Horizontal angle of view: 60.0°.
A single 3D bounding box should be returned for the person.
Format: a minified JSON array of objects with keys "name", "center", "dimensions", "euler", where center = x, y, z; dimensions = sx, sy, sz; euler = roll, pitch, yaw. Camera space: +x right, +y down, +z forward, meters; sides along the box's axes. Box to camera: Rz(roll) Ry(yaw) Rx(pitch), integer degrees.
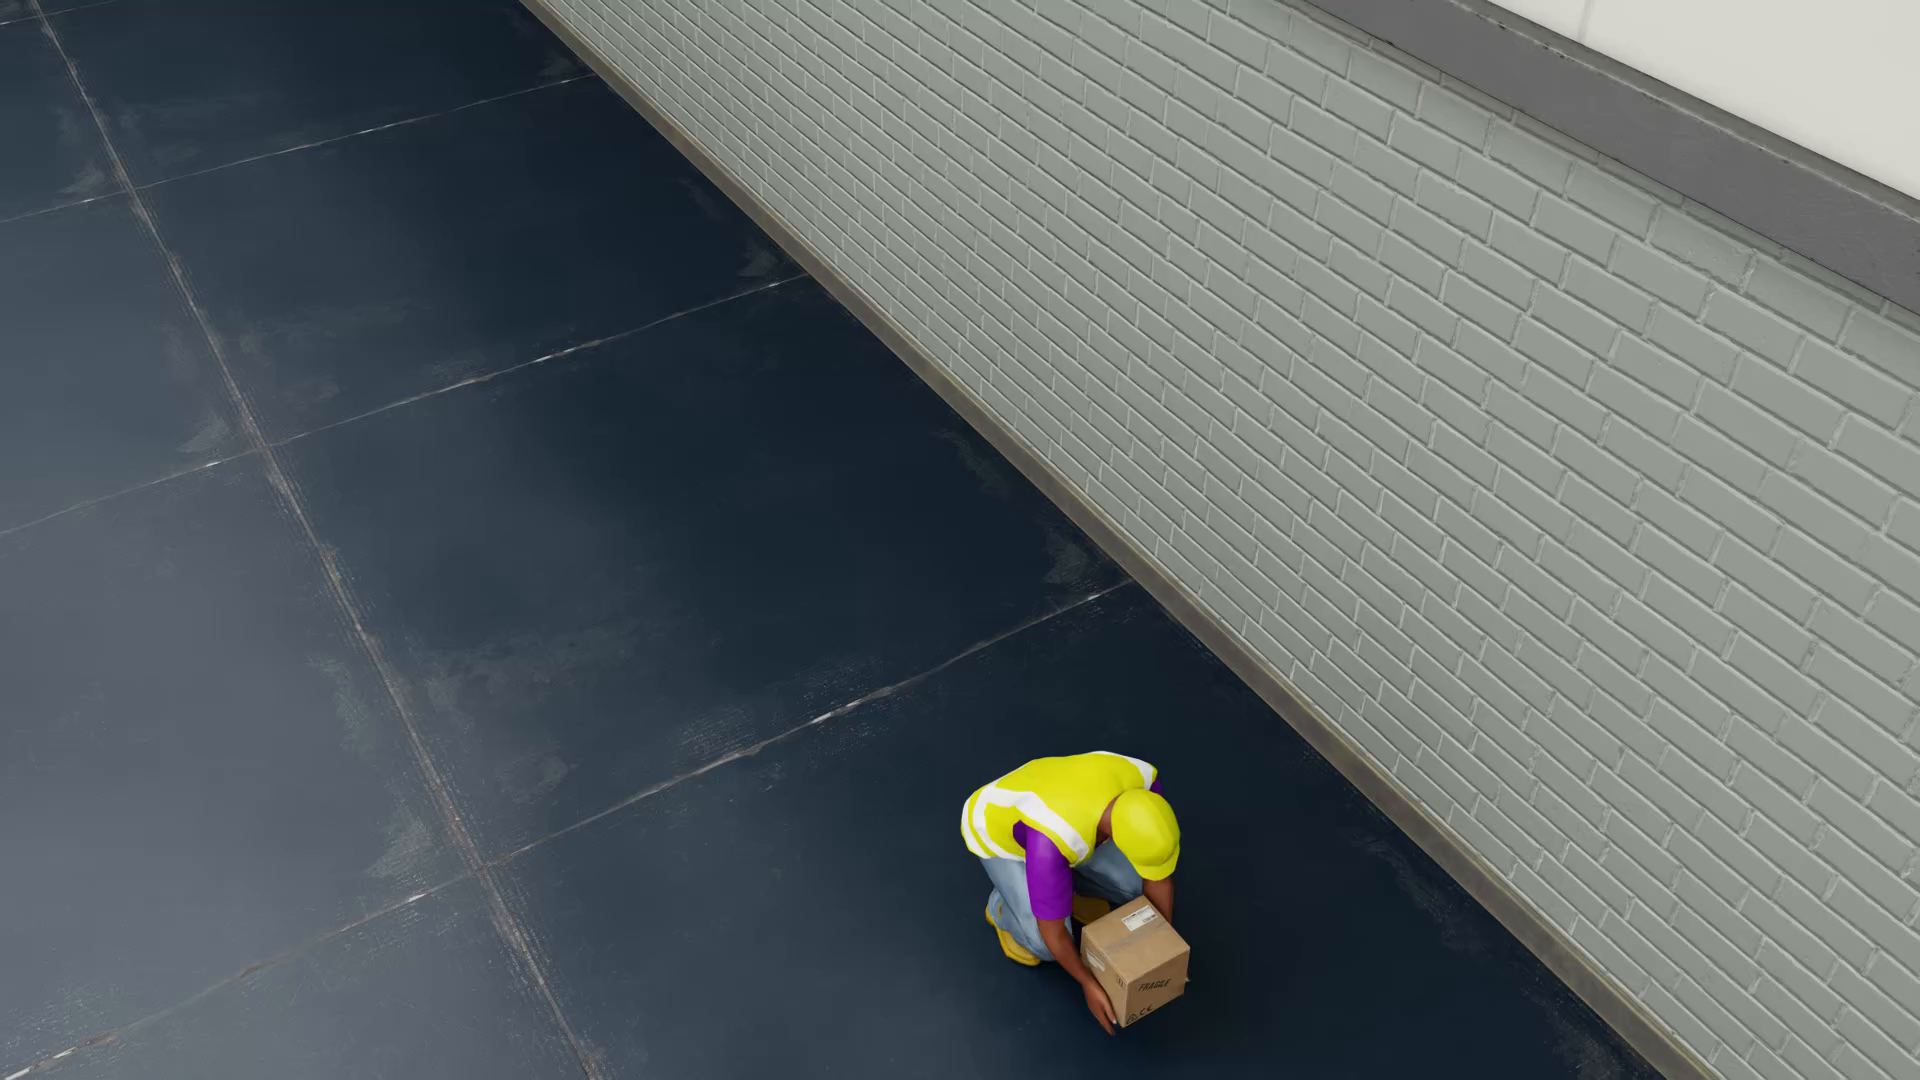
[{"name":"person","center":[0.402,1.048,5.511],"dimensions":[0.572,1.000,0.897],"euler":[-23,46,-25]}]
